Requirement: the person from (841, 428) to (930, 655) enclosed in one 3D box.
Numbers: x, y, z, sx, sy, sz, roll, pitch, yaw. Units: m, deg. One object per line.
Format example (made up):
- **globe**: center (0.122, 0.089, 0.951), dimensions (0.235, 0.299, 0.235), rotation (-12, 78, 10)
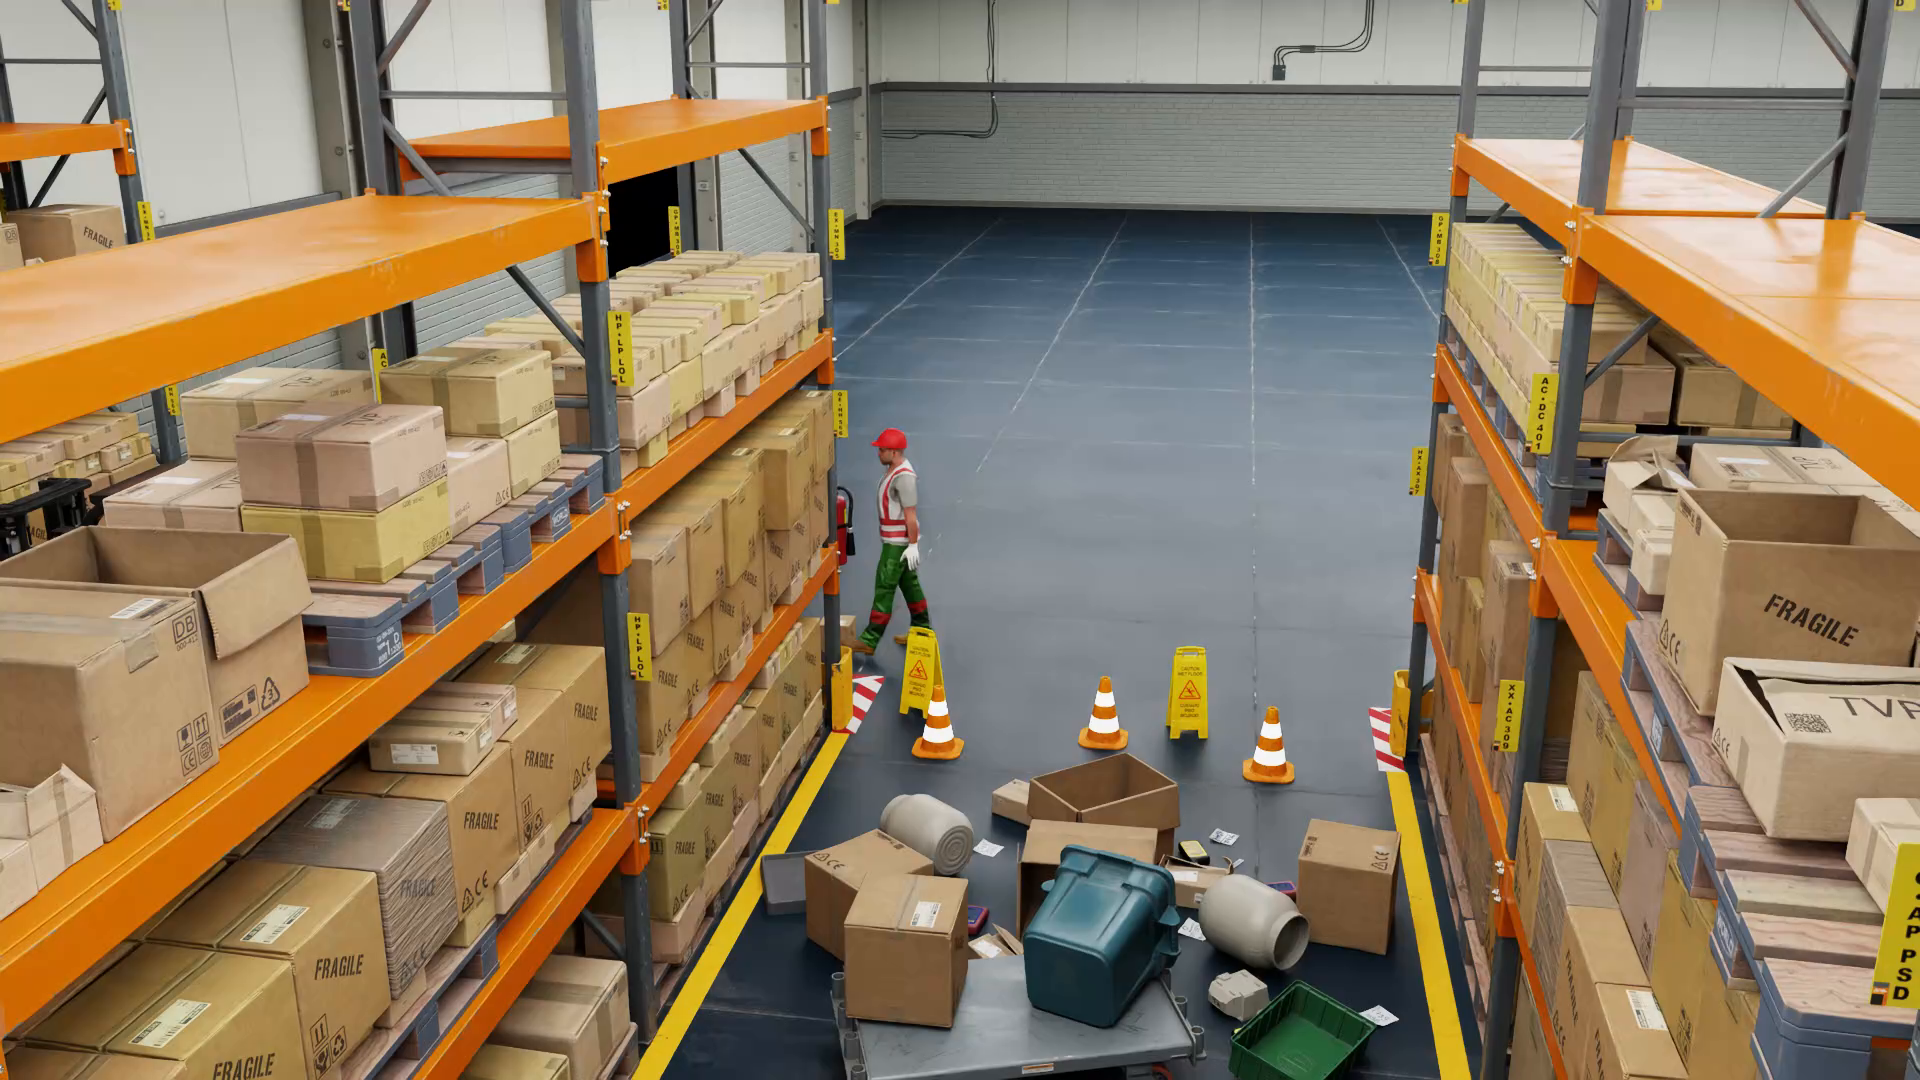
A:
- **person**: center (-0.606, 0.006, 12.982), dimensions (0.768, 1.779, 0.619), rotation (-3, 18, -9)
